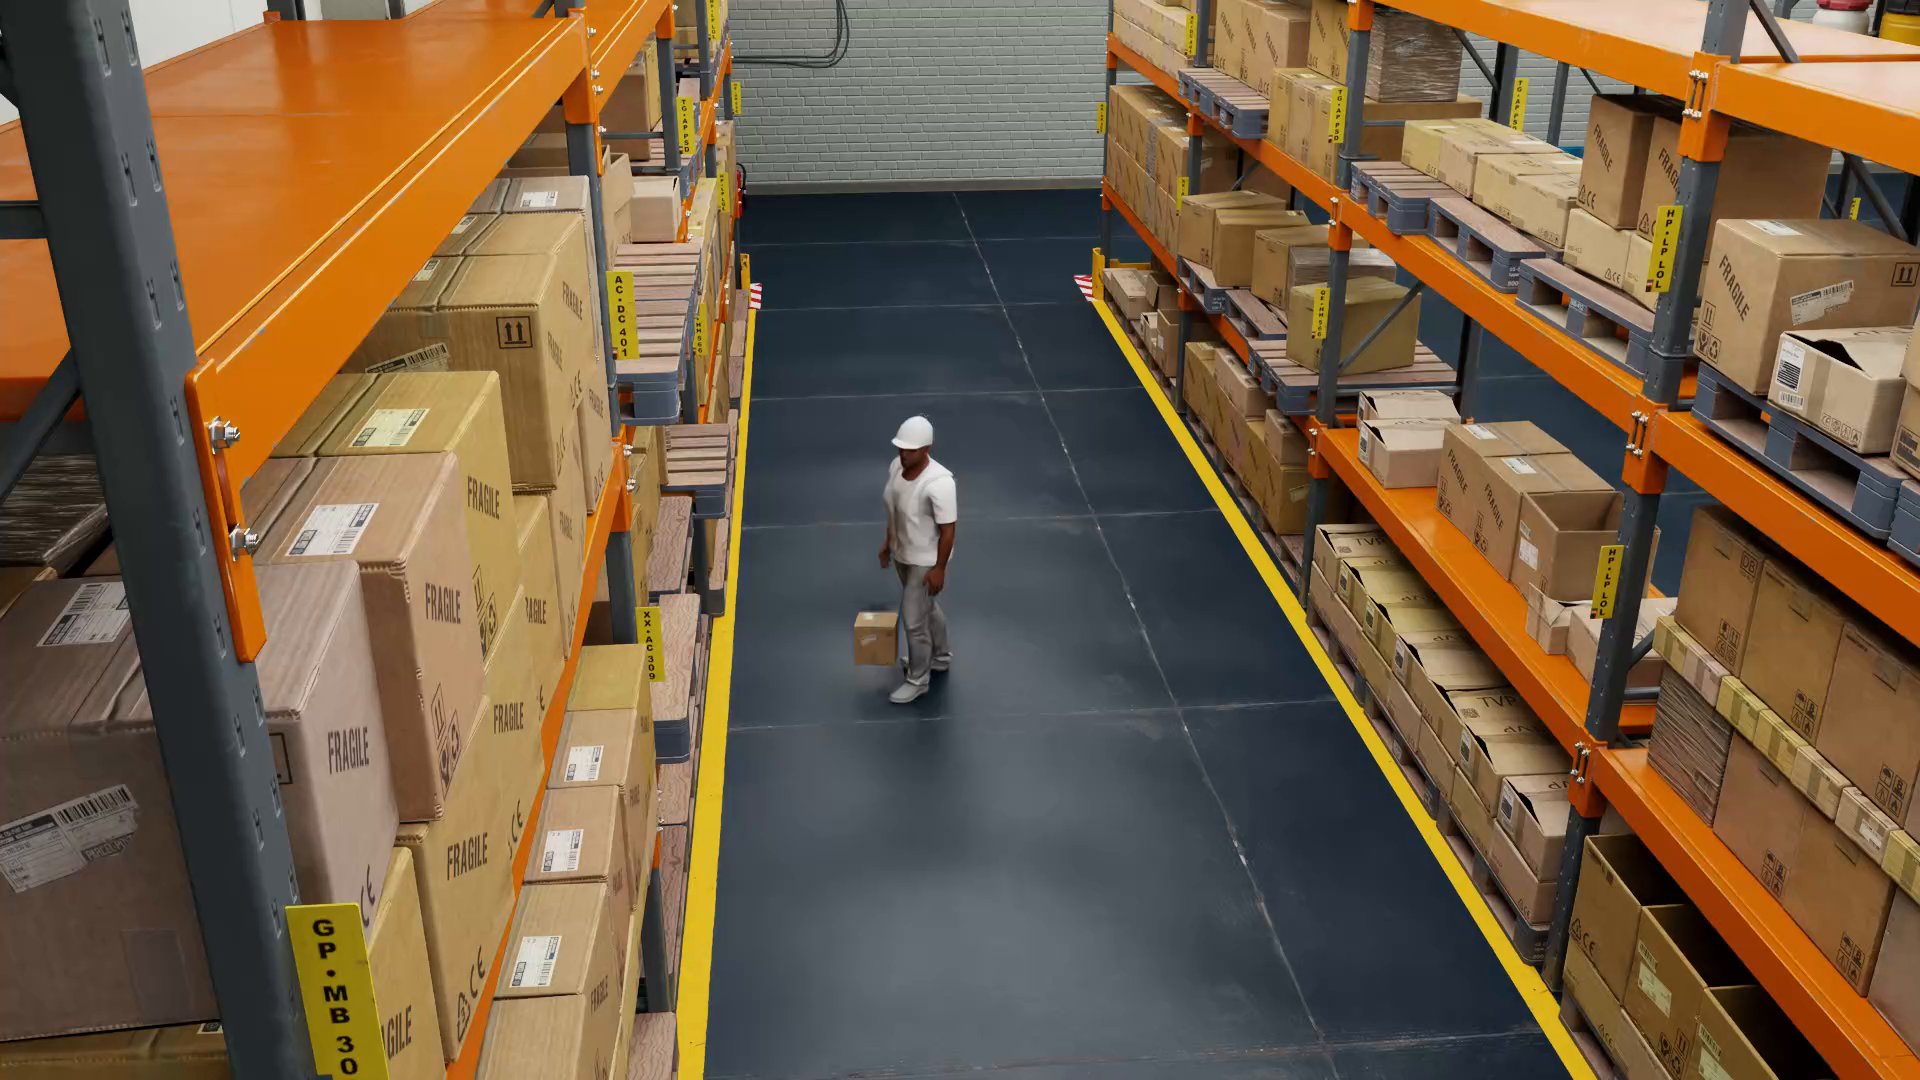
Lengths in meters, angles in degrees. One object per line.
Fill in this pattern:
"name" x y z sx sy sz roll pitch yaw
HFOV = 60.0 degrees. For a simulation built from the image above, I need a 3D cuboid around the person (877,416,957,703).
"person" -0.246 0.090 9.867 0.556 1.761 0.581 -14 27 -29
